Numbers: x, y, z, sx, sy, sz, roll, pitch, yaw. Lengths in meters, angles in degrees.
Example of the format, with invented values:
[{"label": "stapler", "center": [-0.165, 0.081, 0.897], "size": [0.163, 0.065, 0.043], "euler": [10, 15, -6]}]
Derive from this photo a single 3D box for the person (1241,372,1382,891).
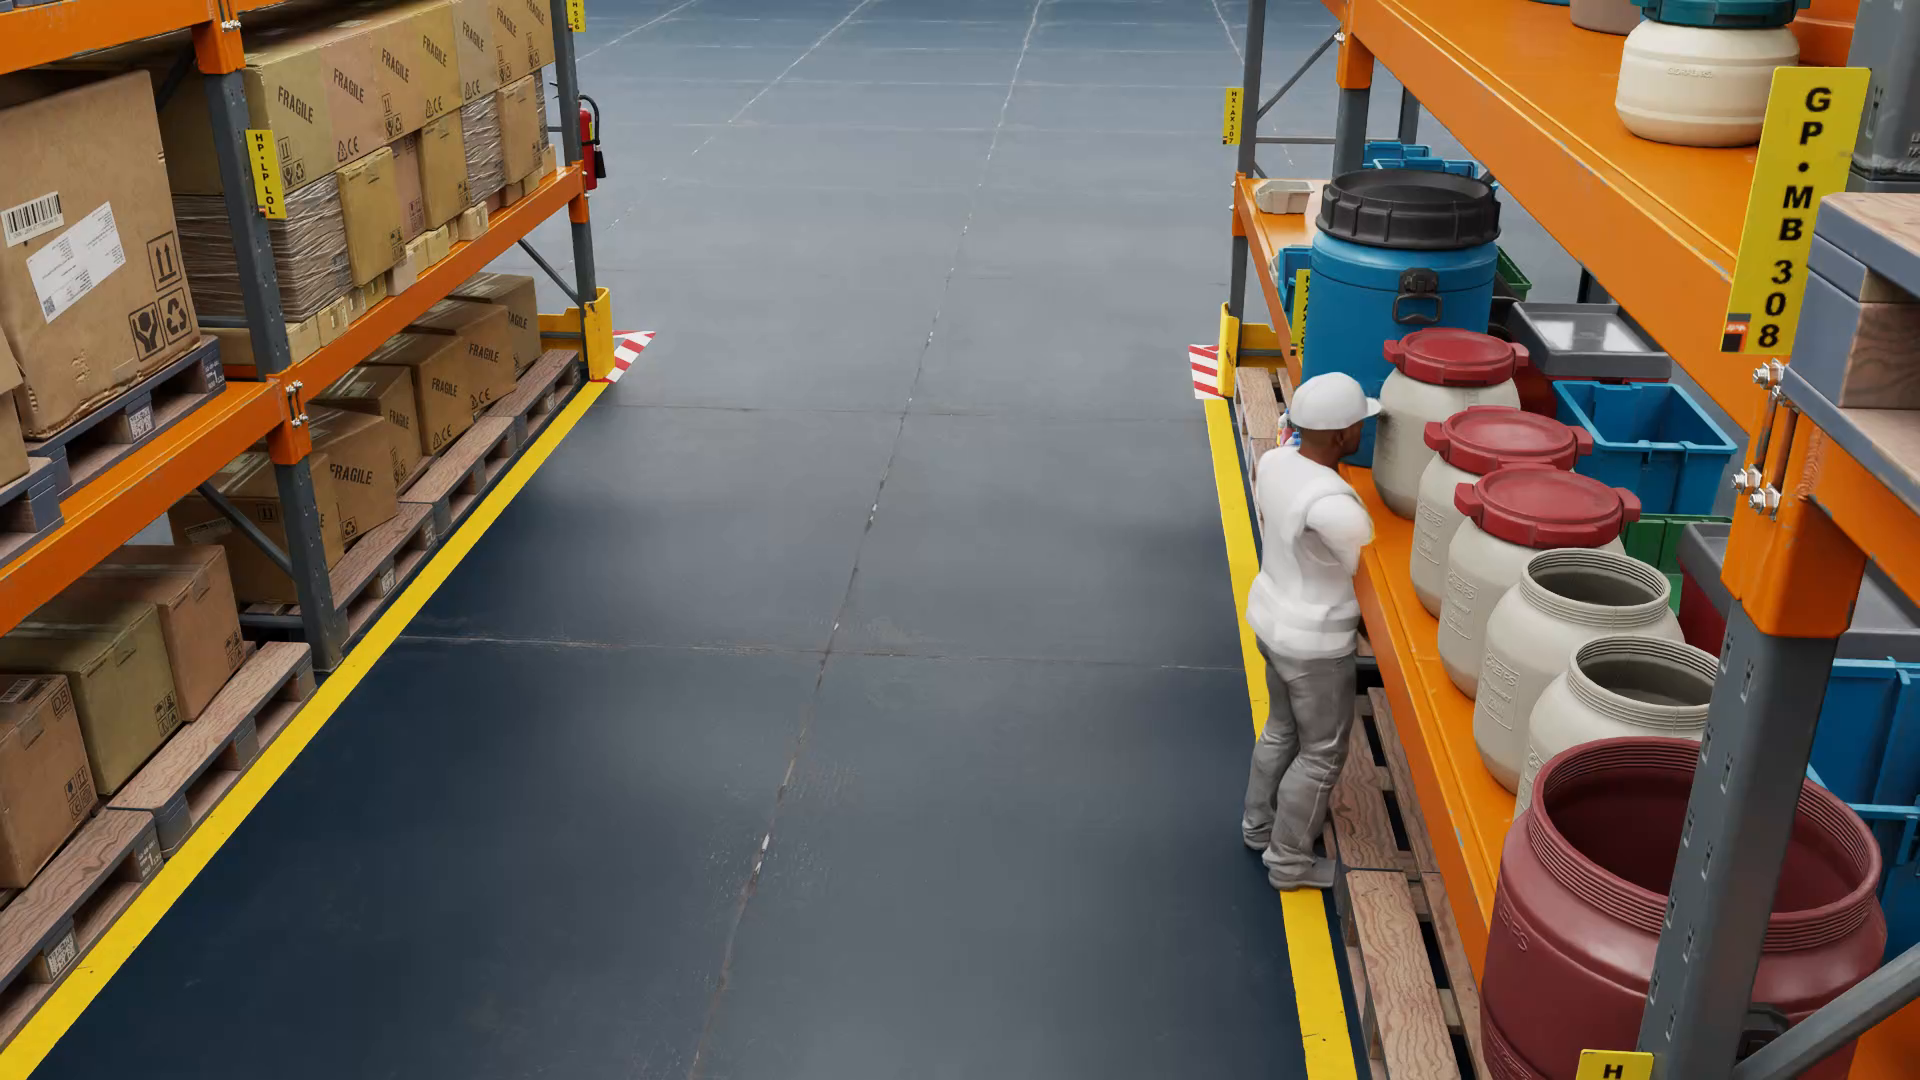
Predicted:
[{"label": "person", "center": [1.229, 0.293, 5.431], "size": [0.572, 1.763, 0.505], "euler": [-5, 25, -11]}]
